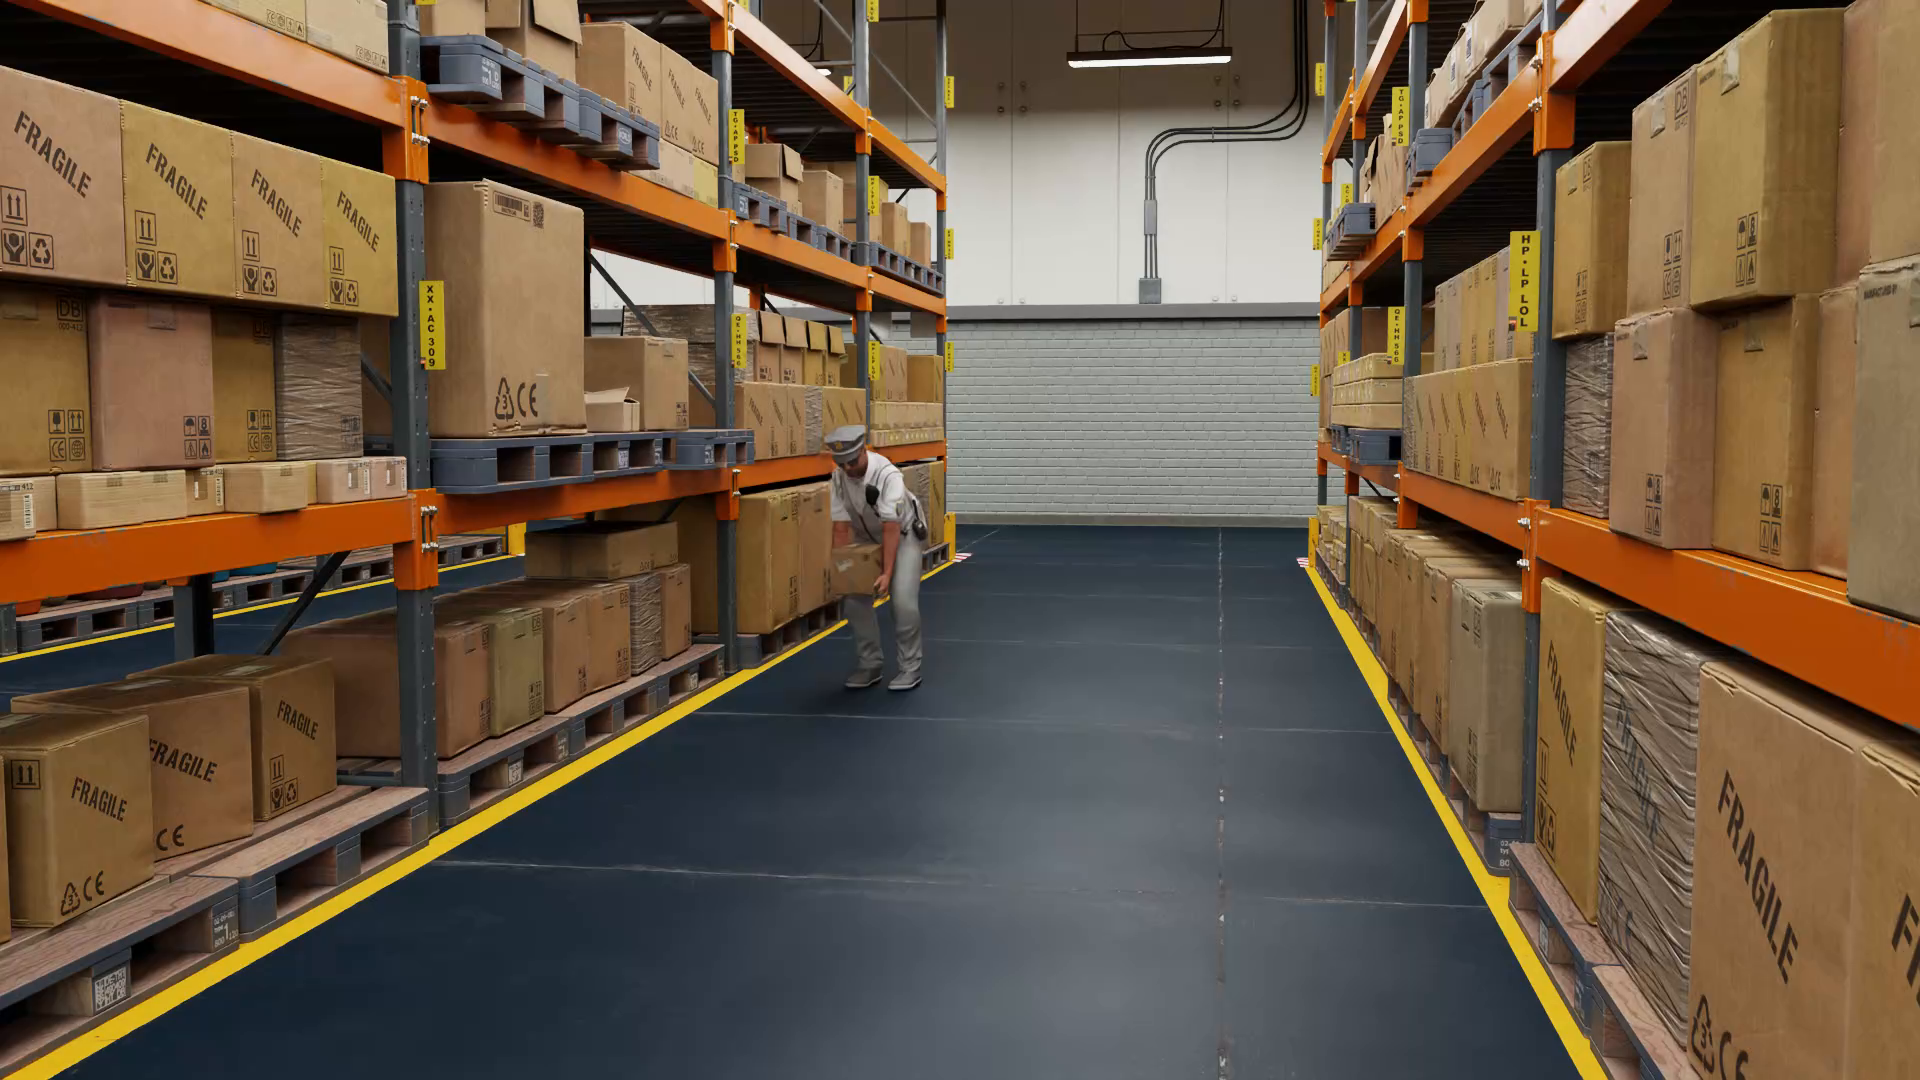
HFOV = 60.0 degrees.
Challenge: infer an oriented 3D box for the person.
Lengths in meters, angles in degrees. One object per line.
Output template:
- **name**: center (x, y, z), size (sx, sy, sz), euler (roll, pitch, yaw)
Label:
- **person**: center (-0.510, 0.108, 9.618), size (0.467, 1.541, 0.858), euler (2, 5, 26)
